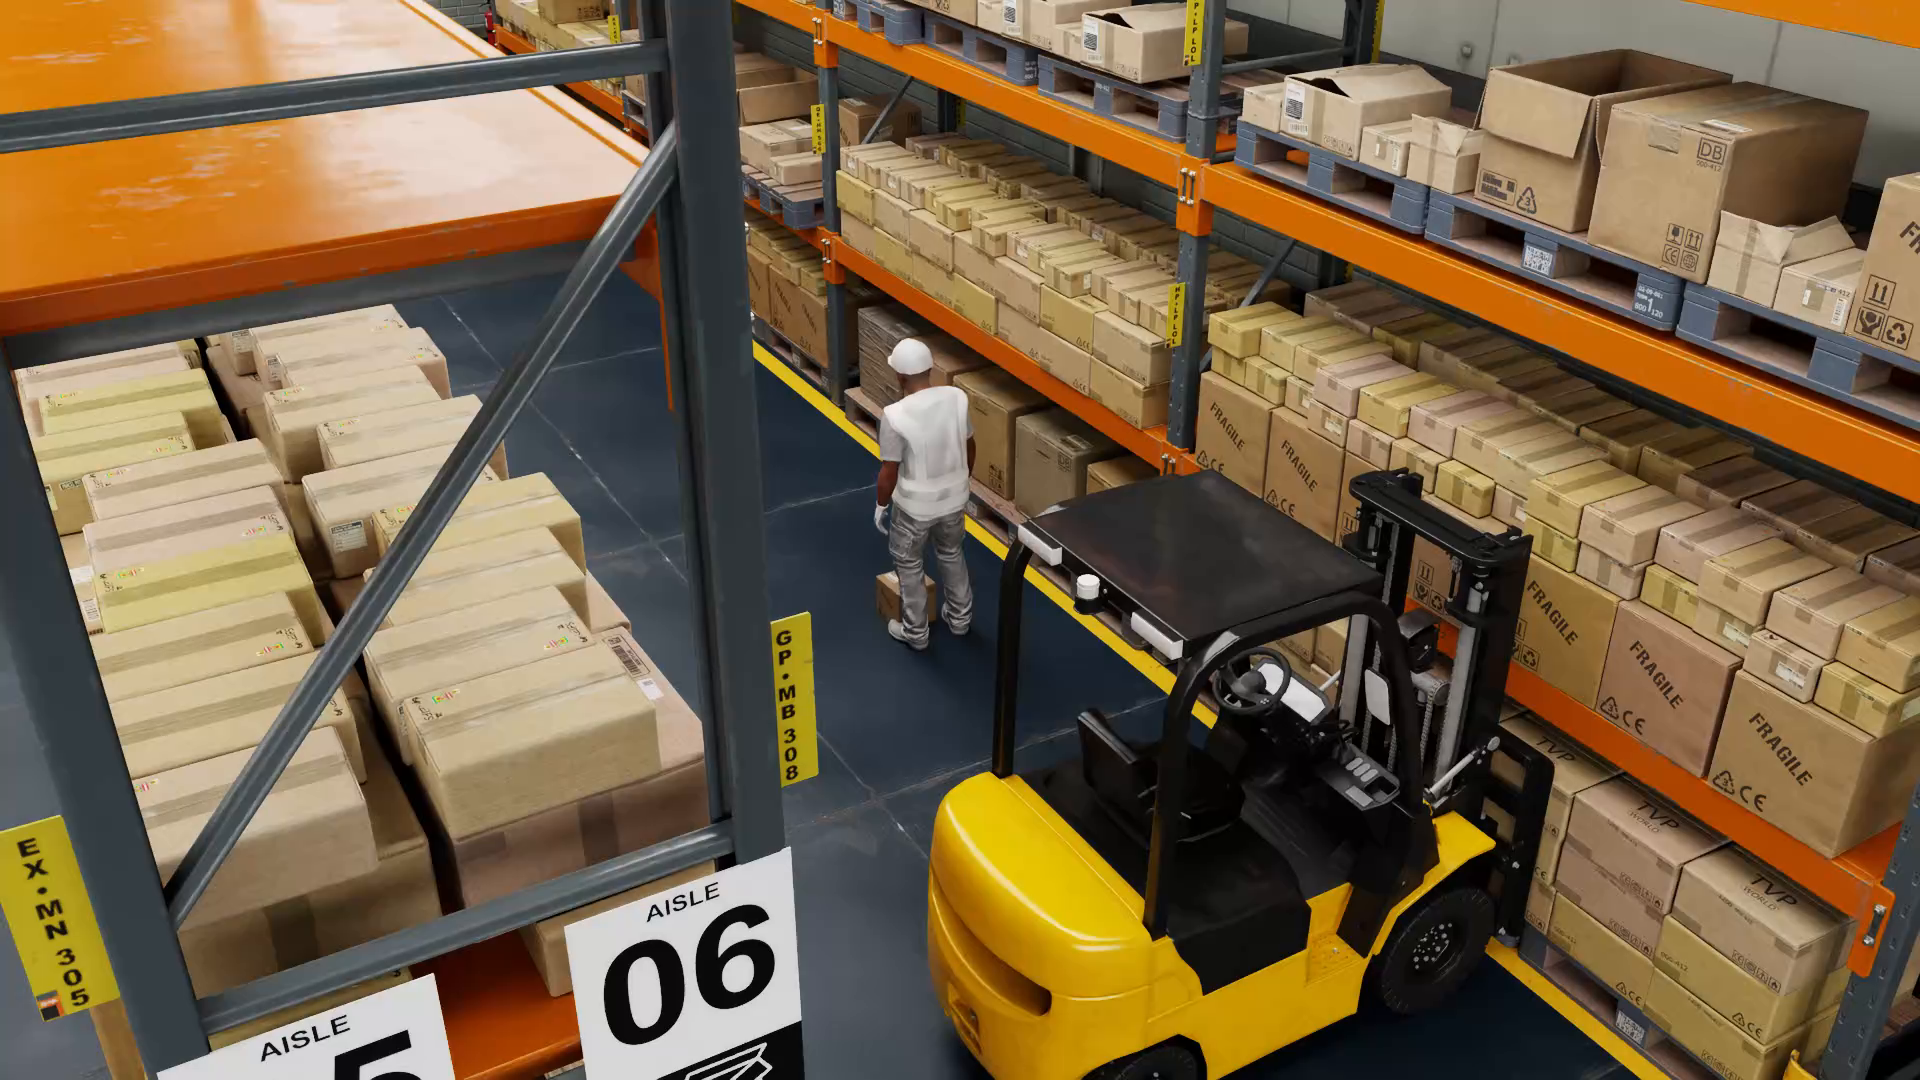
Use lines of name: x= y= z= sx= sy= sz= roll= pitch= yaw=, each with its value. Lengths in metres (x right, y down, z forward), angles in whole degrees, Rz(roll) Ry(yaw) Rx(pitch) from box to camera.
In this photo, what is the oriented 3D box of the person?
person: x=-0.191 y=-0.237 z=8.989 sx=0.625 sy=1.773 sz=0.451 roll=-18 pitch=33 yaw=-29
